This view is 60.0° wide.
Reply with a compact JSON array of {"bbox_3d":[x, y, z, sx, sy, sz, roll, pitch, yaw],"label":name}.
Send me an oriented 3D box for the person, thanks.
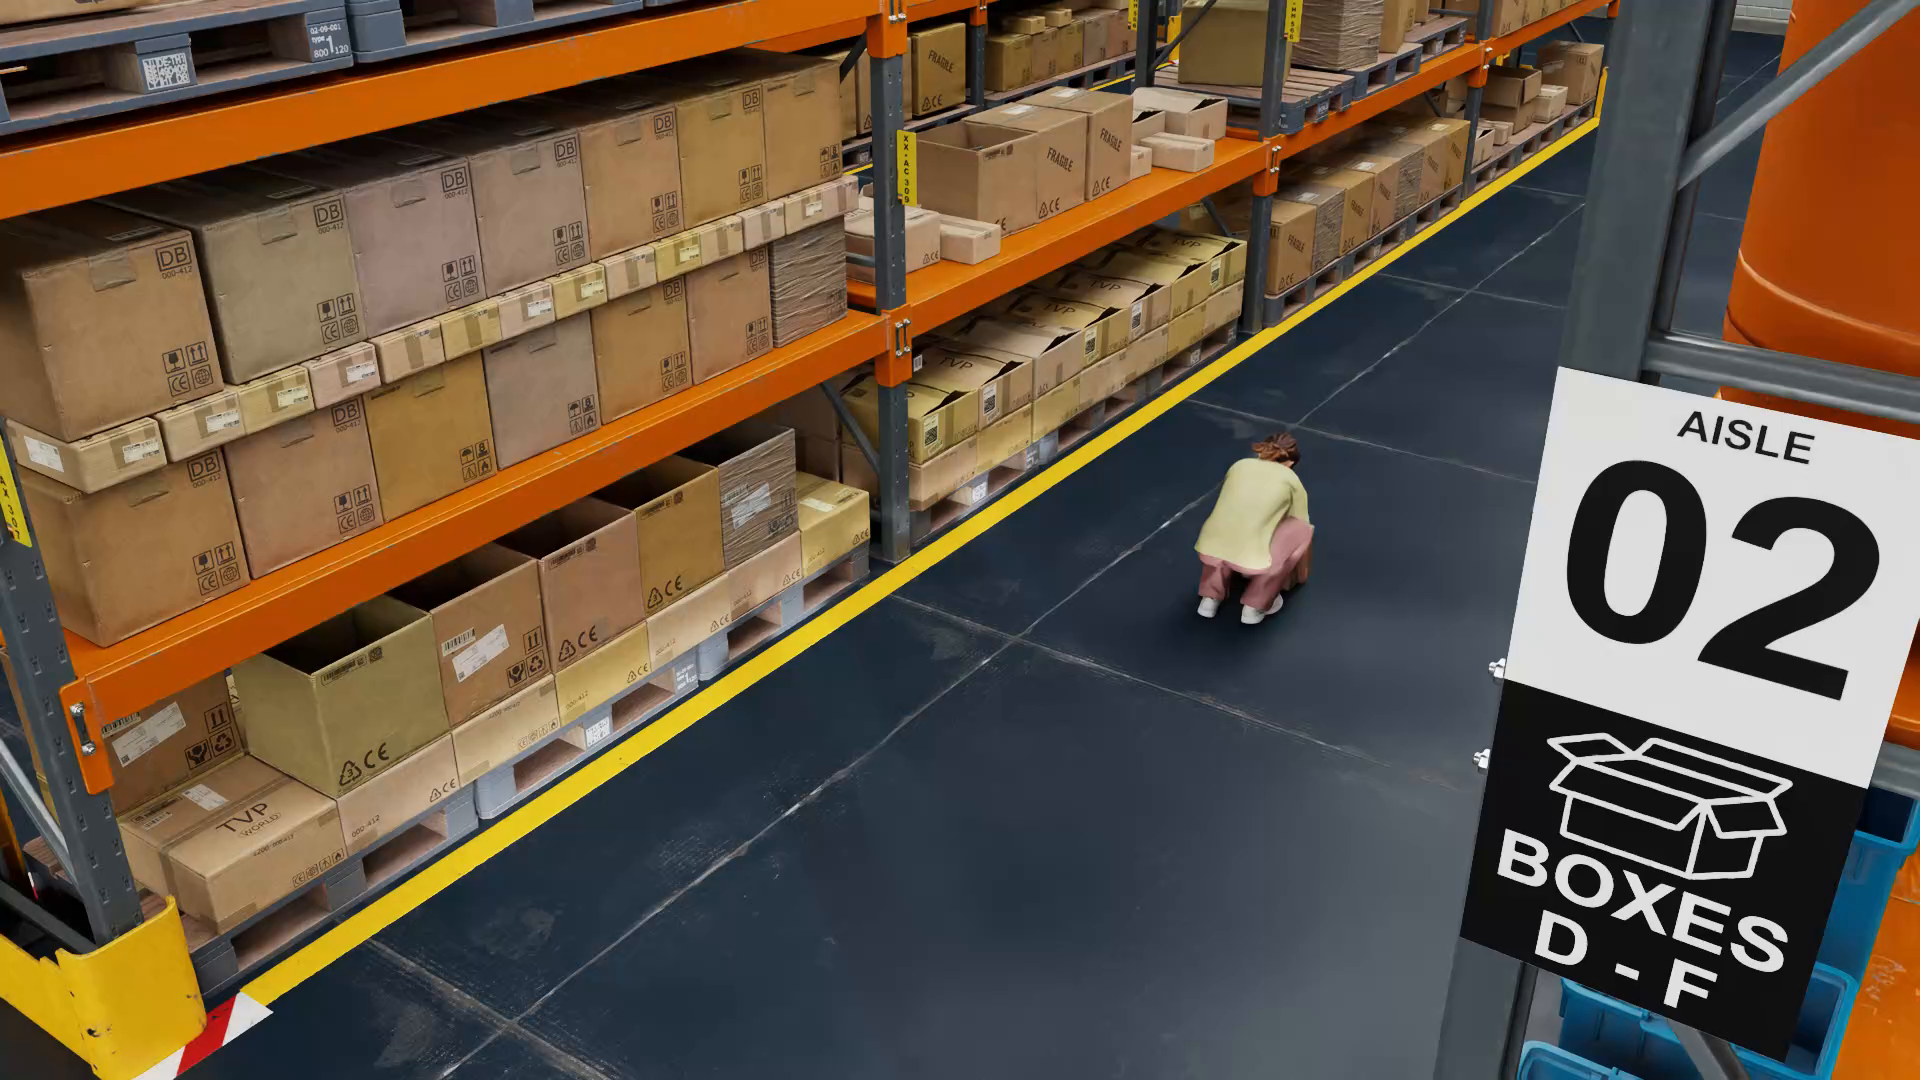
[{"bbox_3d":[1.379,-0.025,7.770,0.465,0.818,0.835,17,32,30],"label":"person"}]
